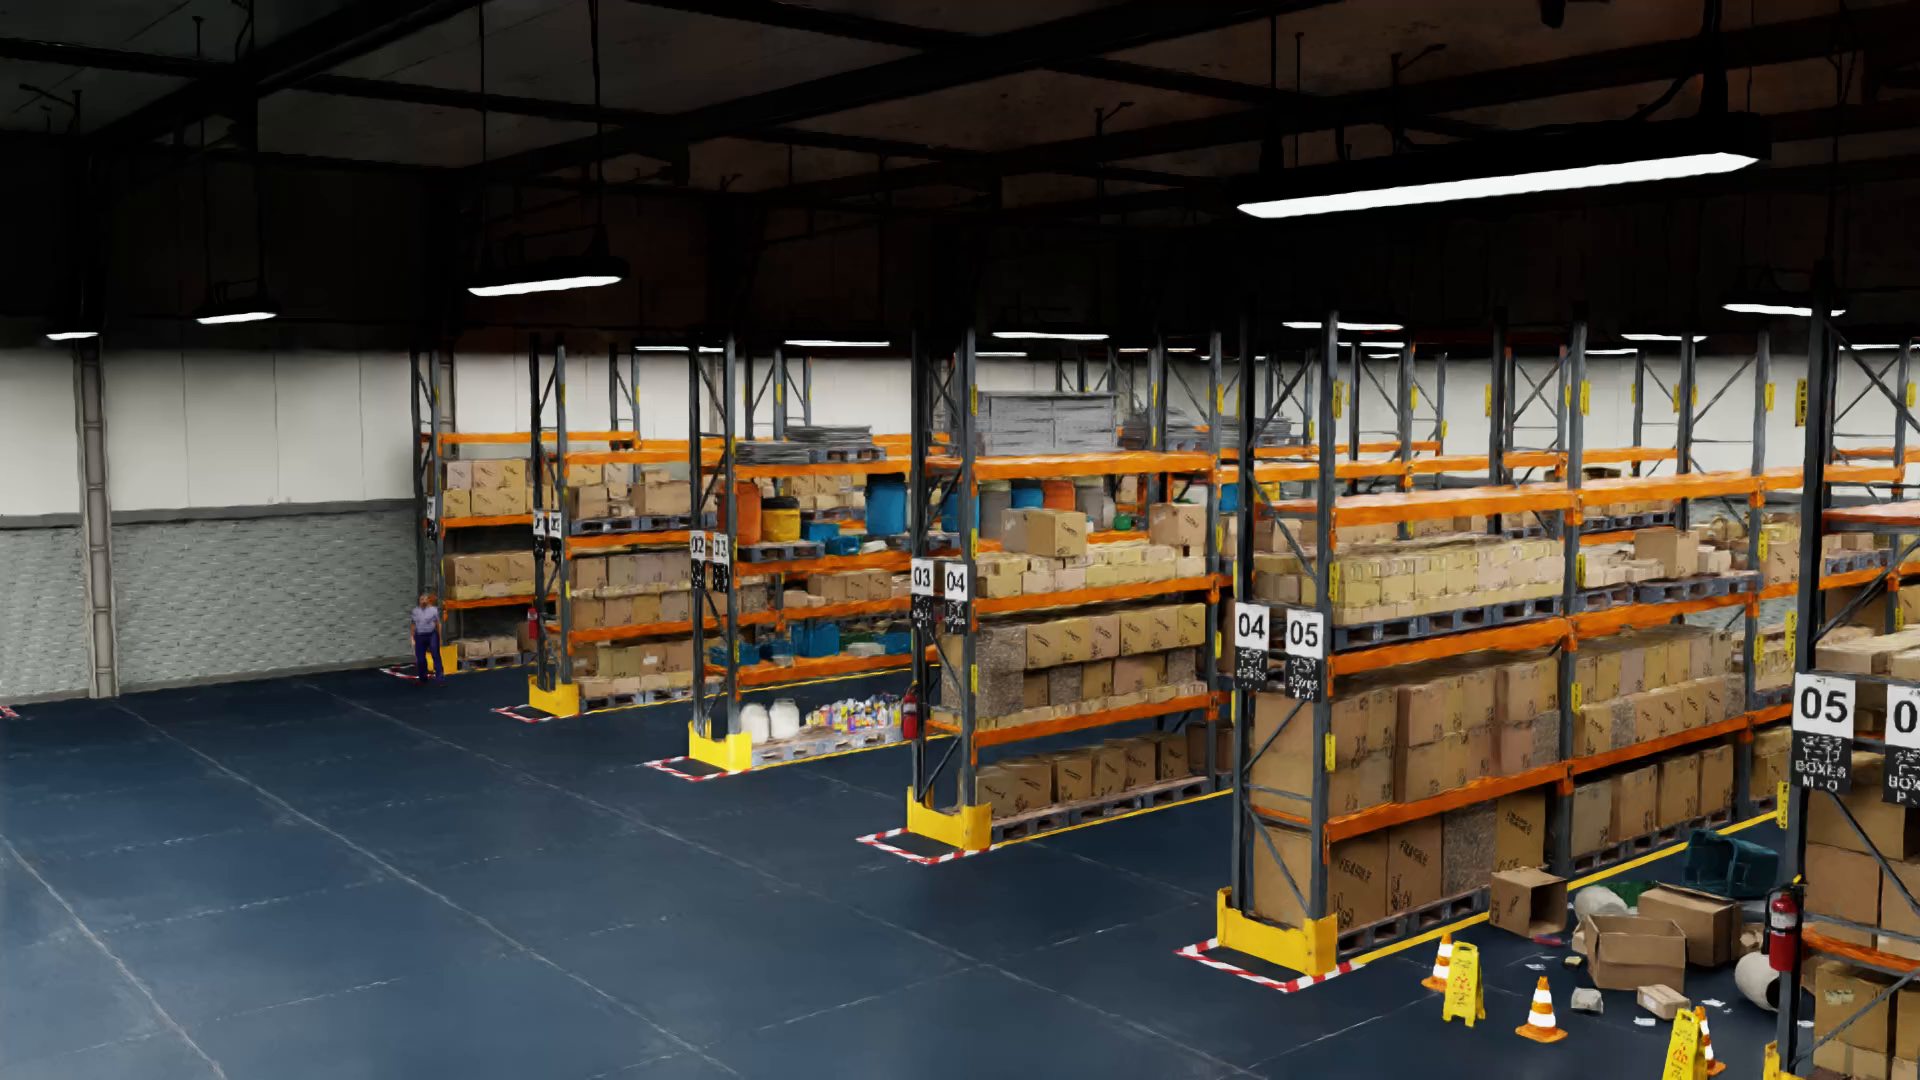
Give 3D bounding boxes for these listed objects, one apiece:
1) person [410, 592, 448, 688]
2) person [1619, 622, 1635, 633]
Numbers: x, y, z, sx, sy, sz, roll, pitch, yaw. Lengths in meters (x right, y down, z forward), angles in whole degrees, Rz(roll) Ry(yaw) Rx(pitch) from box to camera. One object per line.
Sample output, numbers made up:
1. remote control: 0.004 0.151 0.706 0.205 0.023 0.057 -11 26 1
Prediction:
1. person: -9.120 1.711 28.537 0.734 1.620 0.564 0 5 -1
2. person: 10.220 2.001 25.432 0.997 1.613 0.502 -5 7 -41
